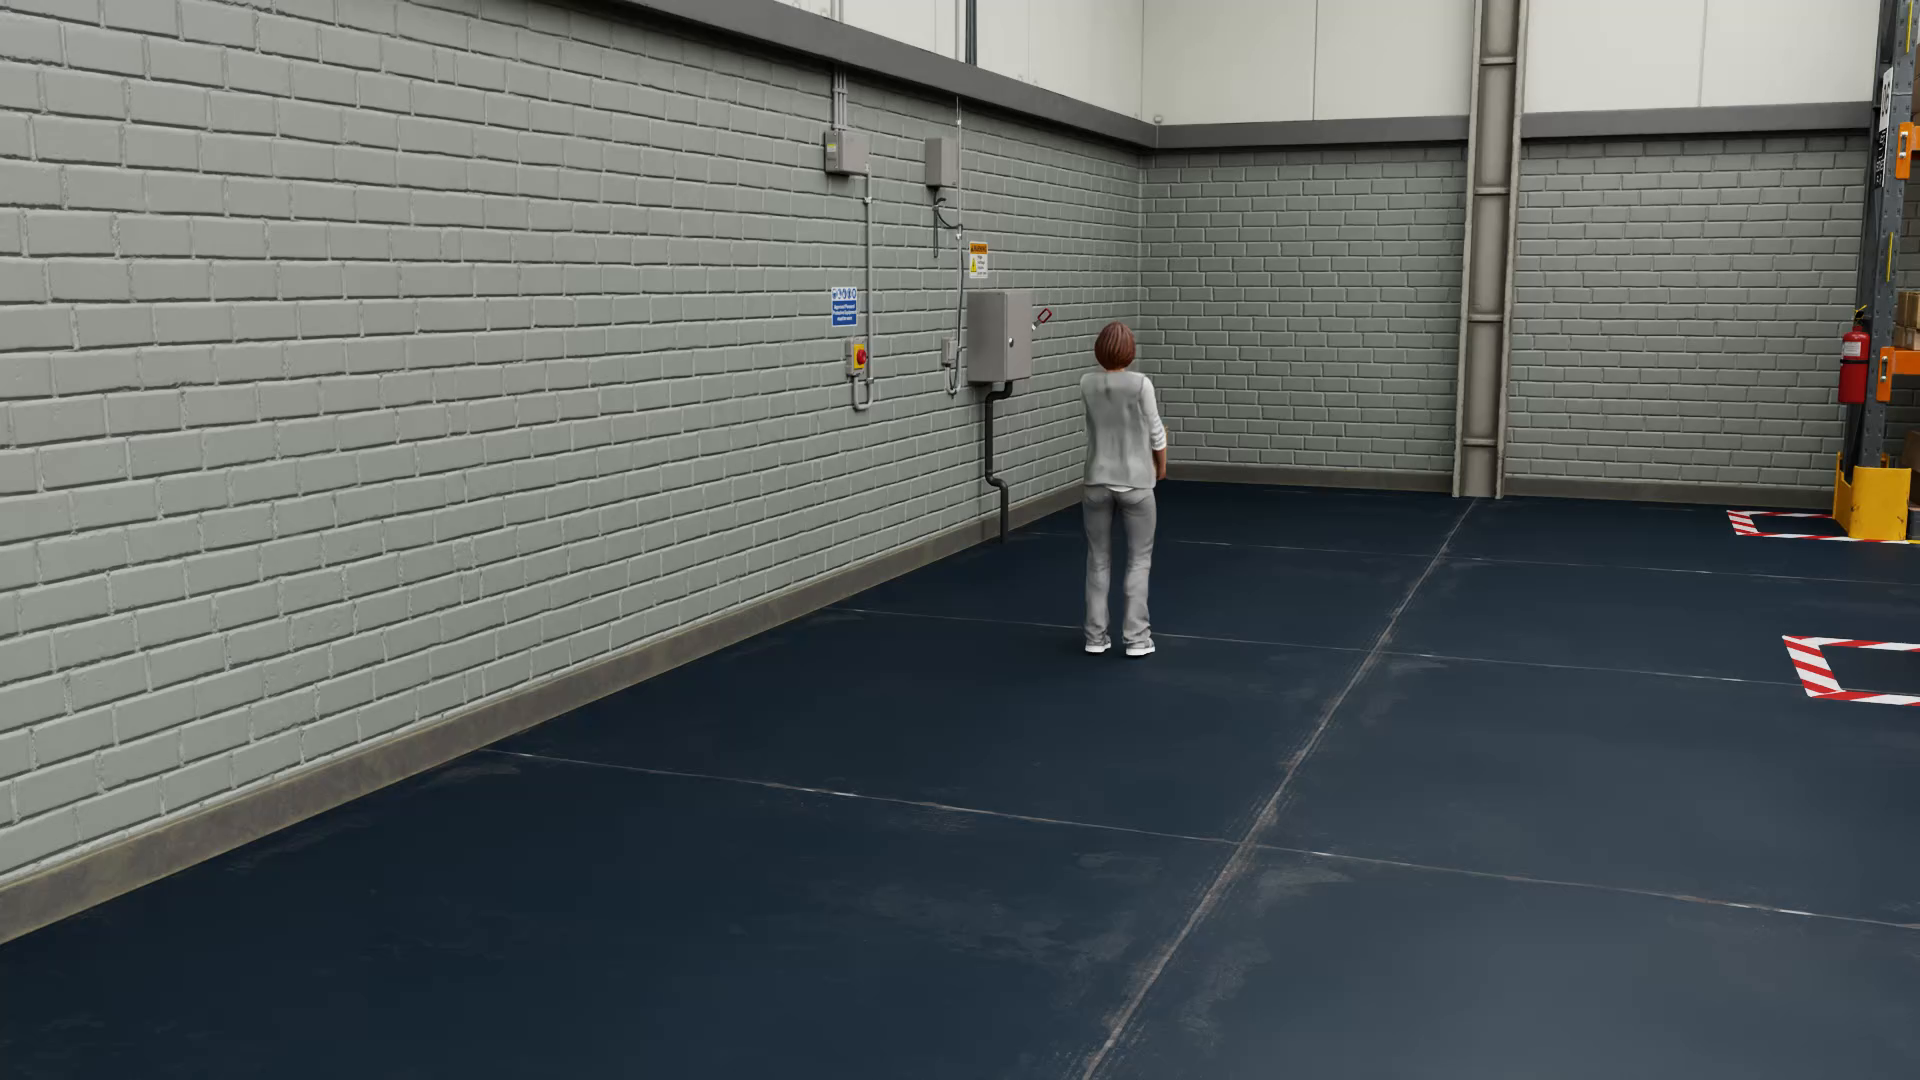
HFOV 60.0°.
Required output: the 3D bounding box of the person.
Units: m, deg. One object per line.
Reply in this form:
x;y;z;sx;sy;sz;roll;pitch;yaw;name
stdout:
0.790;-0.249;8.007;0.400;1.592;0.495;4;10;22;person
